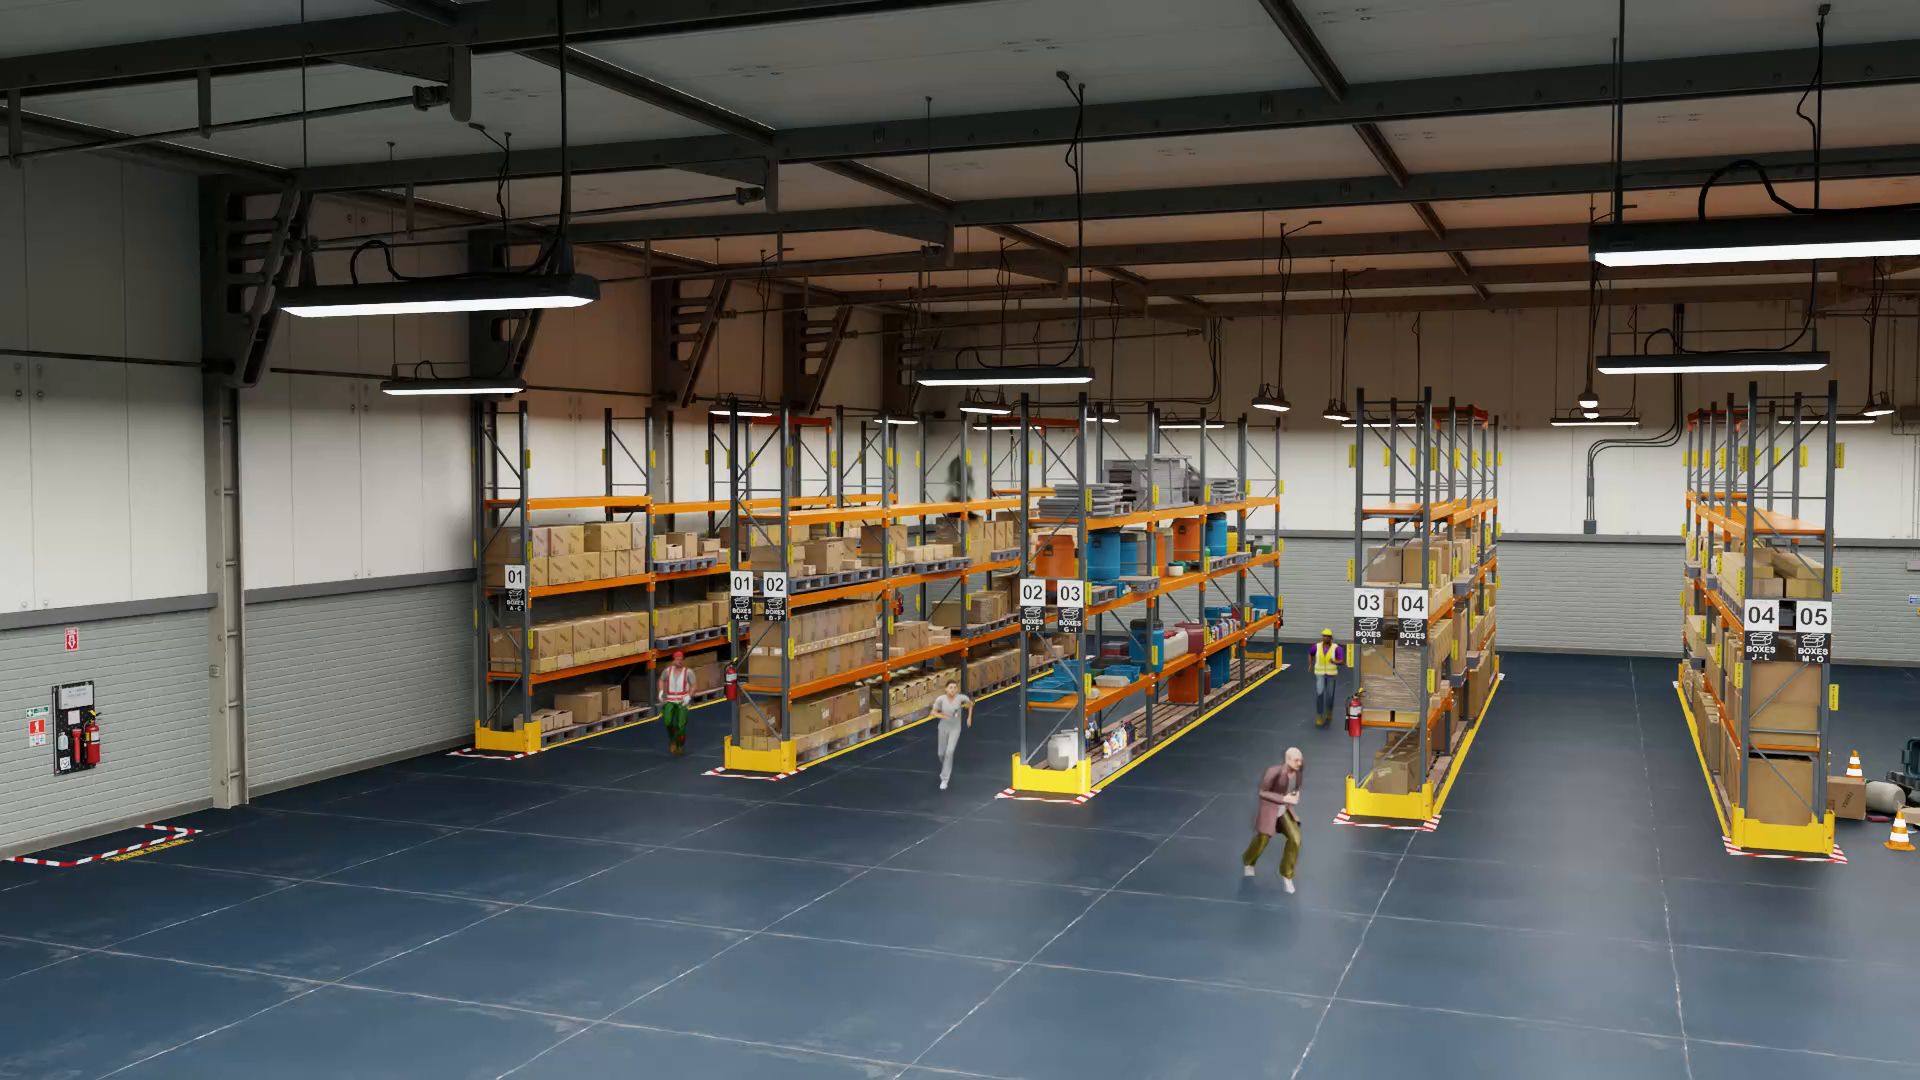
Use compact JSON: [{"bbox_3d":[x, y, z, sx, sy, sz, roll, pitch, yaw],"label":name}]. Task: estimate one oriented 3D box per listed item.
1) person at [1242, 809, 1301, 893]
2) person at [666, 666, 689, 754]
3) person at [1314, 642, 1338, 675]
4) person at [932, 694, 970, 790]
[{"bbox_3d":[3.642,3.543,19.581,0.373,1.131,0.924,-2,3,-28],"label":"person"},{"bbox_3d":[-4.774,2.880,28.139,0.409,1.486,0.455,0,3,2],"label":"person"},{"bbox_3d":[6.934,2.242,31.436,0.457,0.617,0.365,1,3,12],"label":"person"},{"bbox_3d":[-0.133,3.064,25.607,0.565,1.416,0.913,0,3,6],"label":"person"}]
